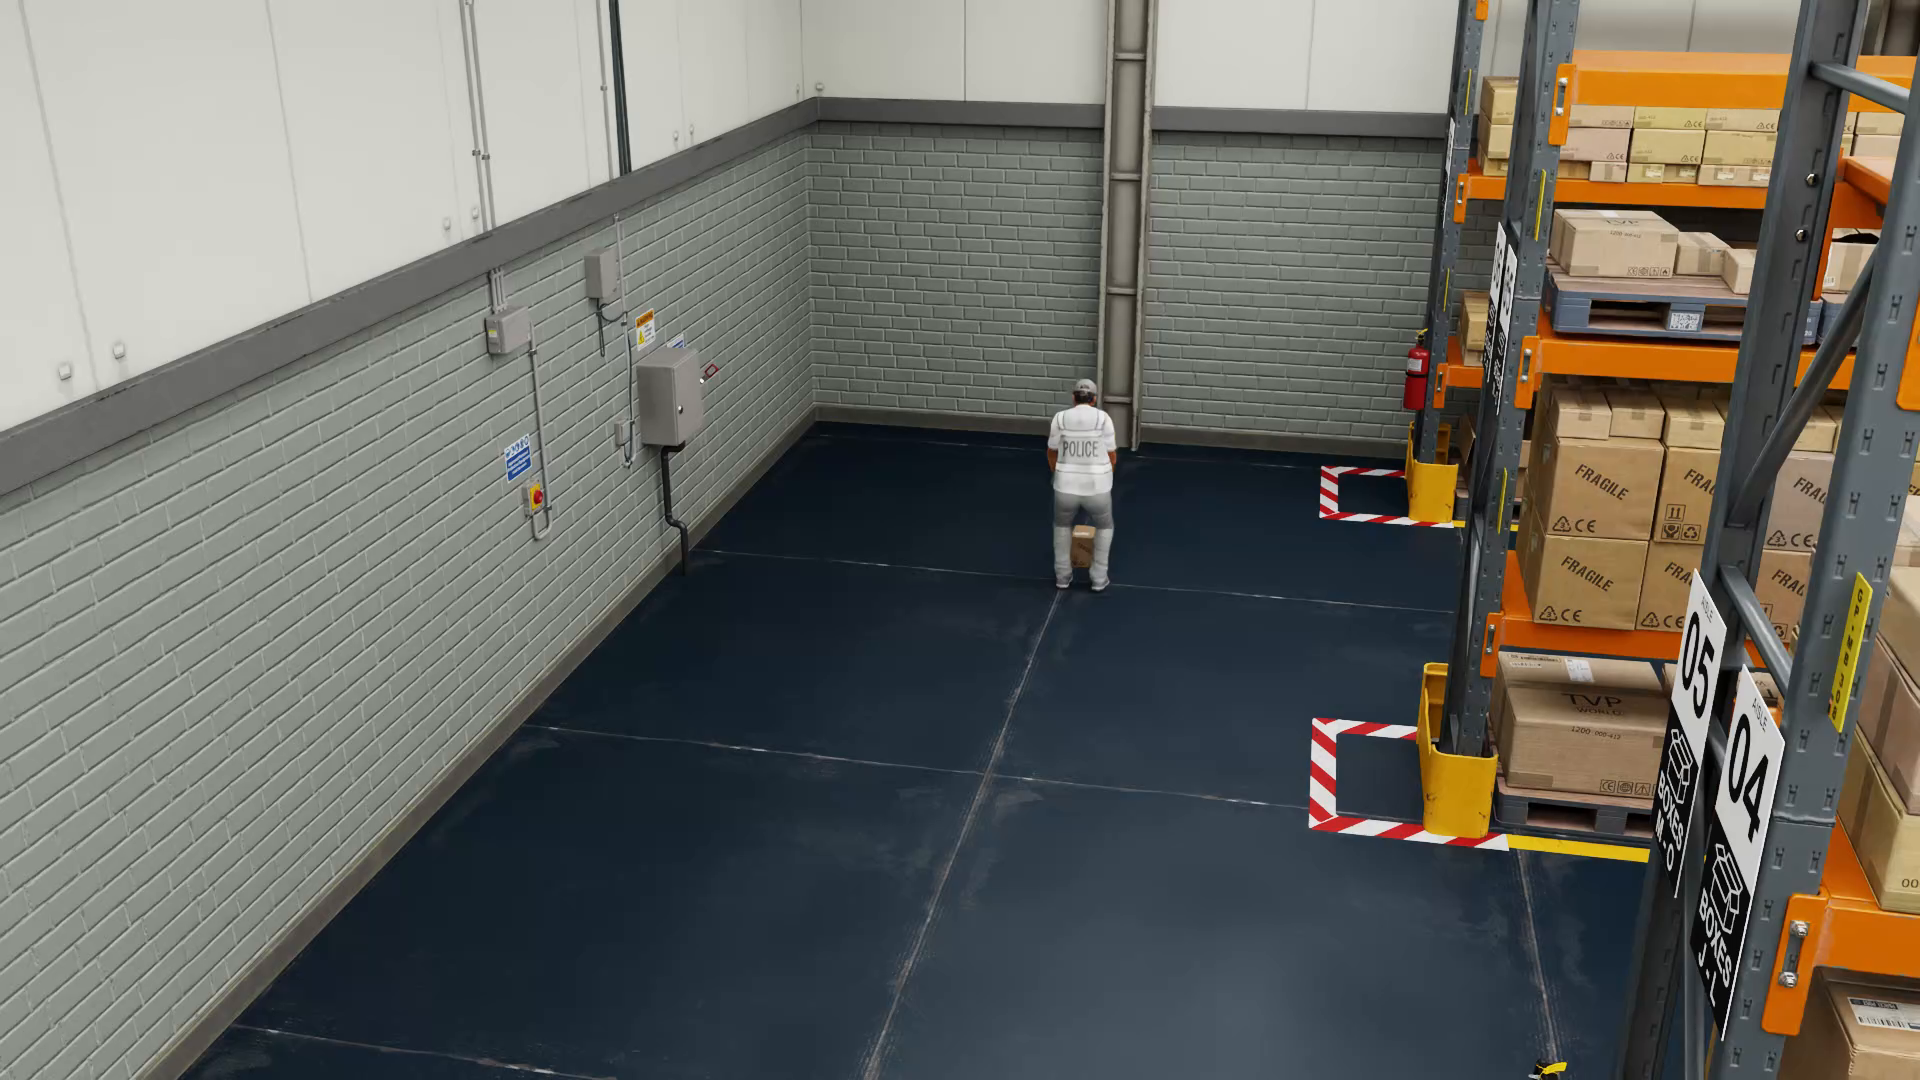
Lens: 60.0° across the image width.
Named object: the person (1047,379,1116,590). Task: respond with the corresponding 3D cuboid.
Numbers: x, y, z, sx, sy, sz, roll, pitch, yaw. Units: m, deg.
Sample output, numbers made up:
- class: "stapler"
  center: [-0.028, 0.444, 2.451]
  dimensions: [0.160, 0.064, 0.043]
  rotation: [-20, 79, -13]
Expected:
- class: "person"
  center: [0.883, -0.390, 12.228]
  dimensions: [0.515, 1.559, 0.571]
  rotation: [5, 22, 12]
